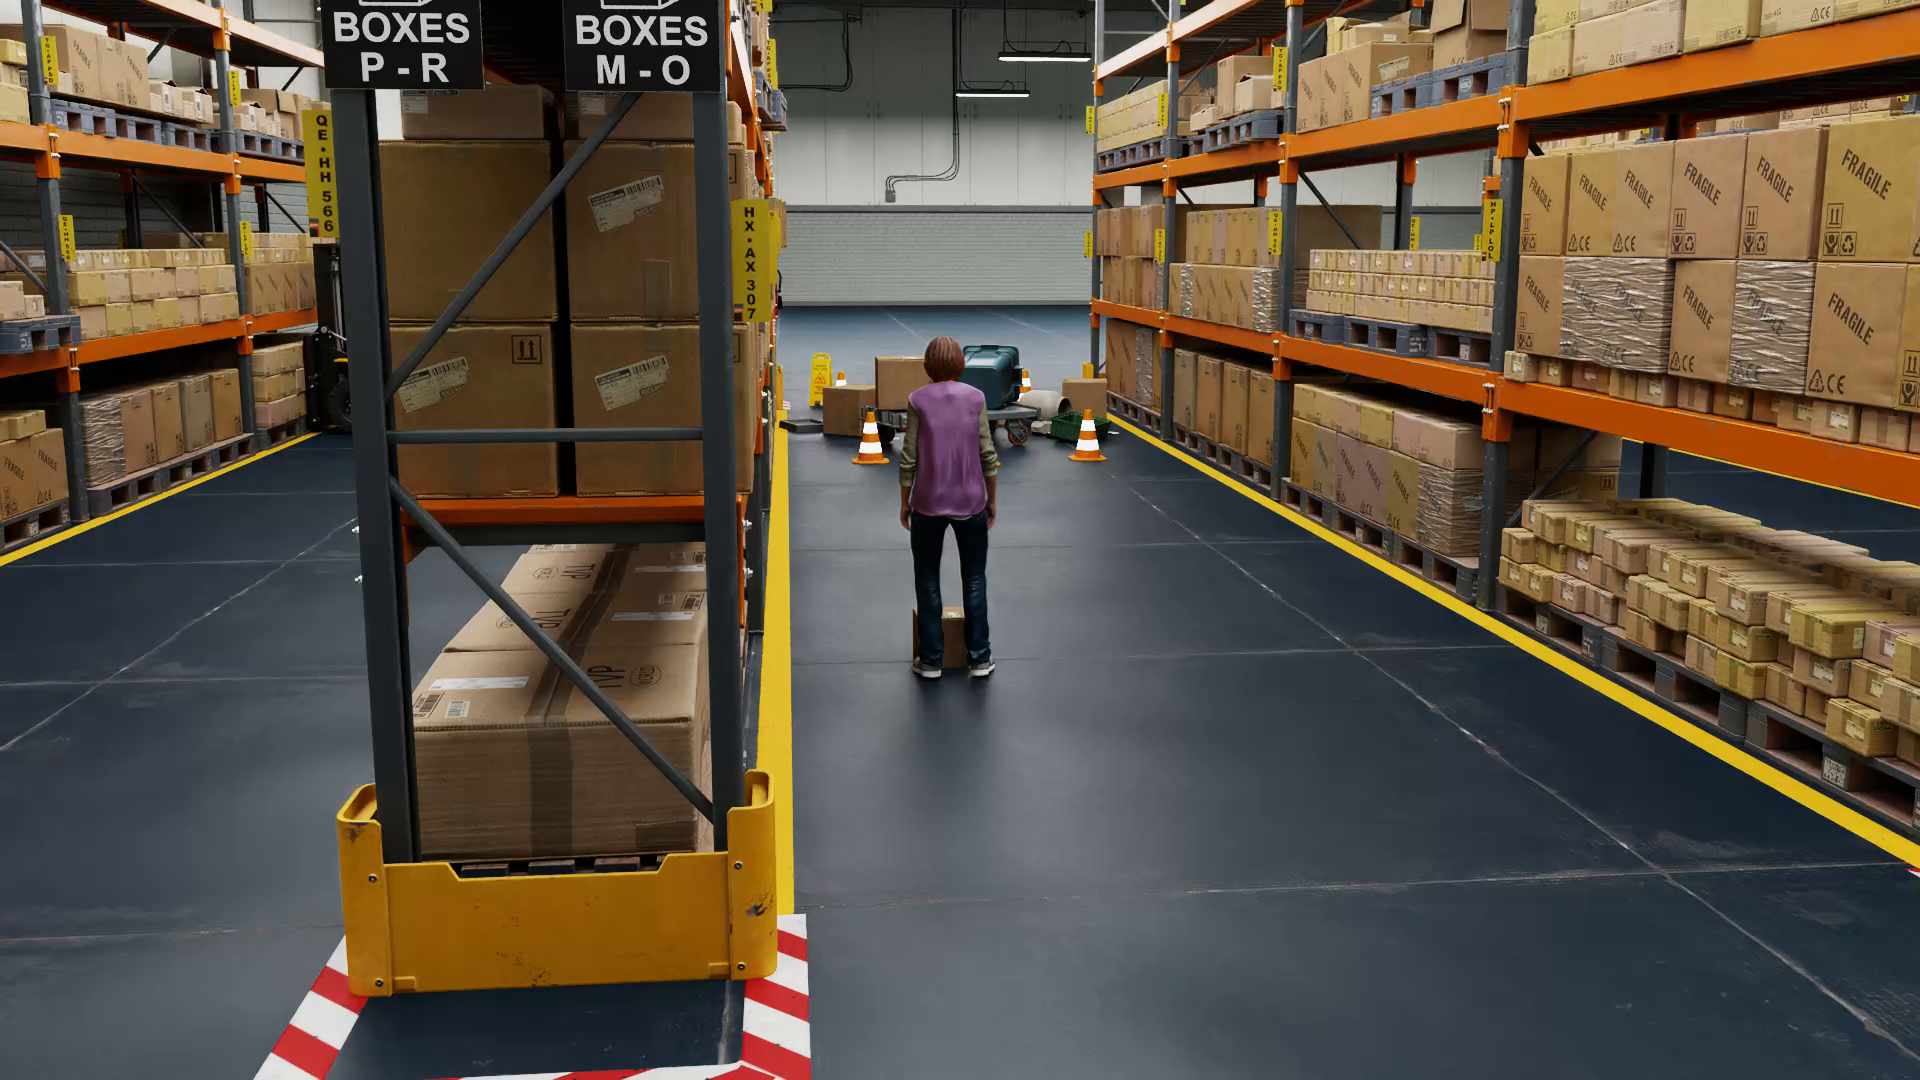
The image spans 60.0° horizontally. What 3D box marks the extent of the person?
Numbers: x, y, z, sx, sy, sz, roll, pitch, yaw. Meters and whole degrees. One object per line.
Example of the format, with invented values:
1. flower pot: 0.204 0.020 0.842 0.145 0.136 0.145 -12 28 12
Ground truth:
1. person: -0.055 -0.138 7.738 0.460 1.582 0.343 -1 10 -6
